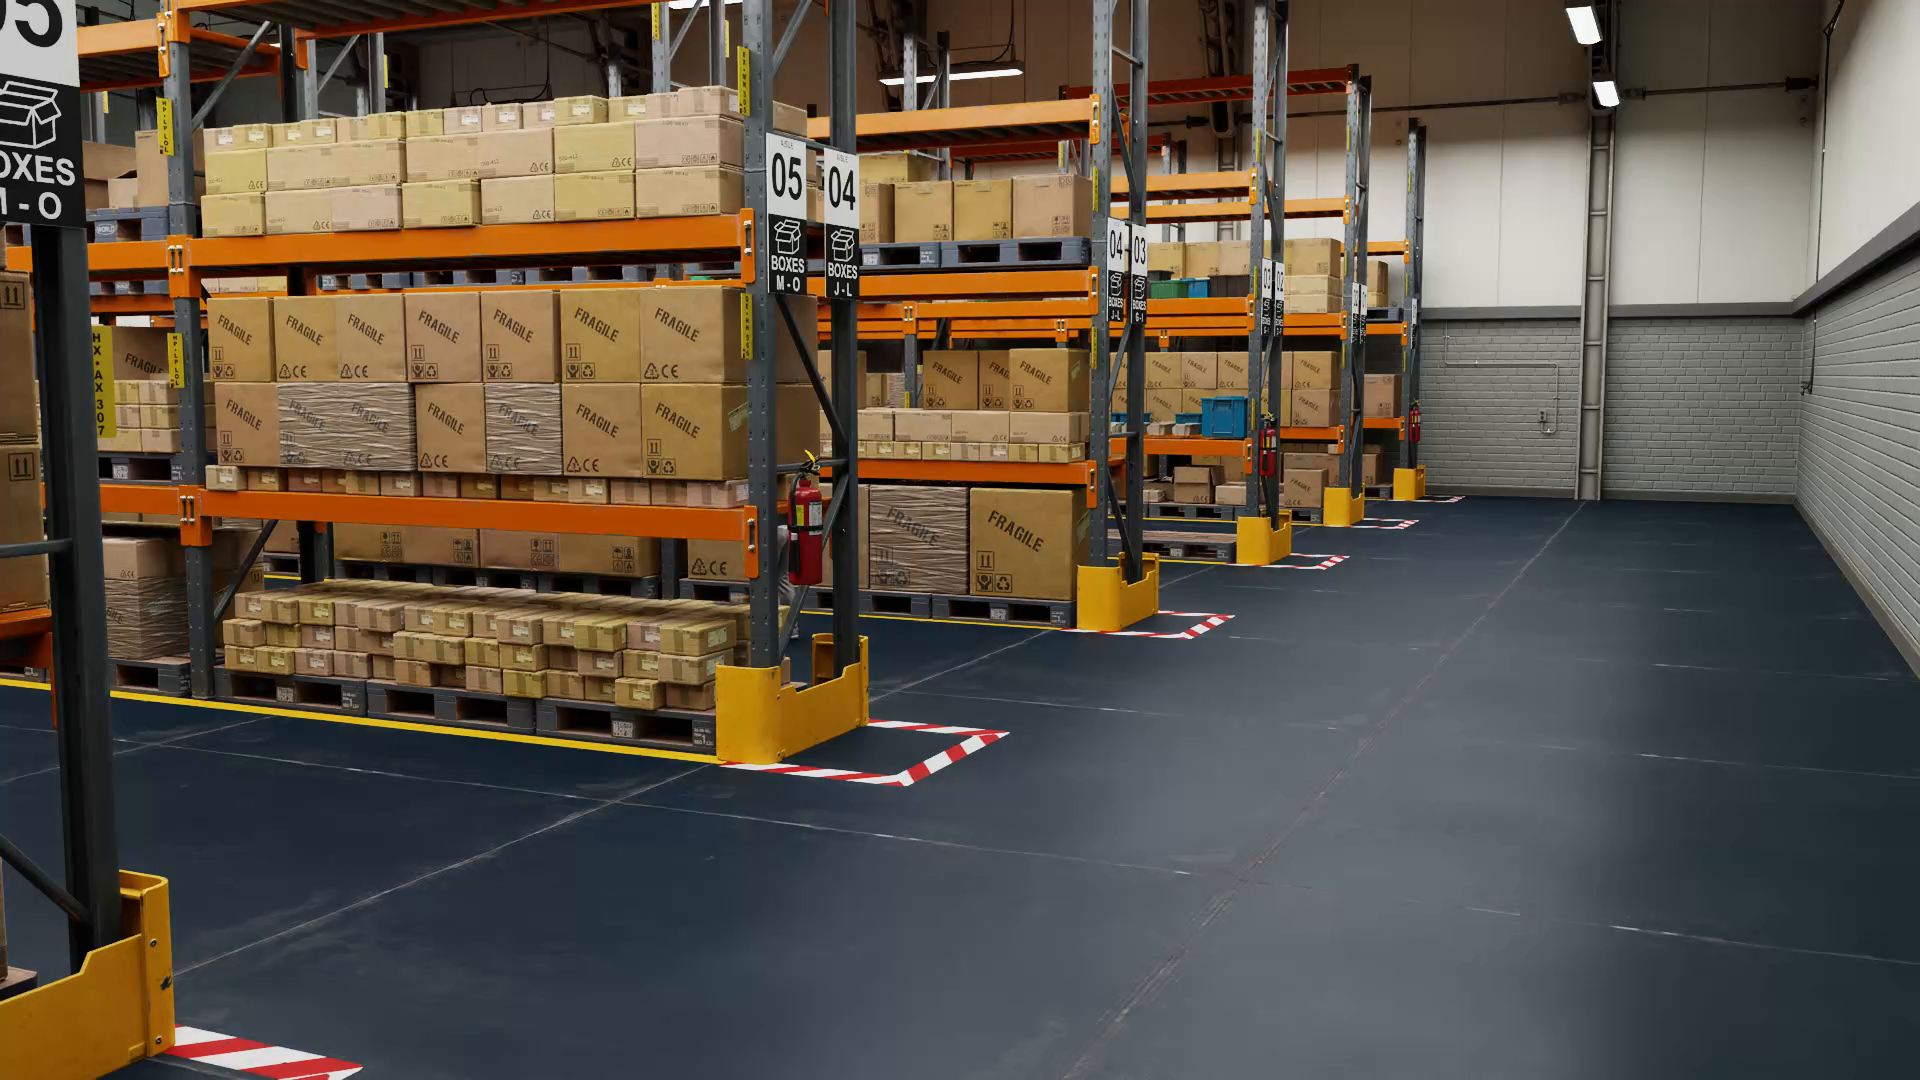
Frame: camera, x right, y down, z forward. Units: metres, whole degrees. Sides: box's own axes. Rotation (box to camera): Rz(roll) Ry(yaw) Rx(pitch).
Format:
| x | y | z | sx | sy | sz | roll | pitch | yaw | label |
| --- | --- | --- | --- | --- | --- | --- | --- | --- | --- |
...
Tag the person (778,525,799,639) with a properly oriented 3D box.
| x | y | z | sx | sy | sz | roll | pitch | yaw | label |
| --- | --- | --- | --- | --- | --- | --- | --- | --- | --- |
| -1.388 | -0.061 | 12.373 | 0.376 | 1.664 | 0.546 | 2 | 6 | 20 | person |
